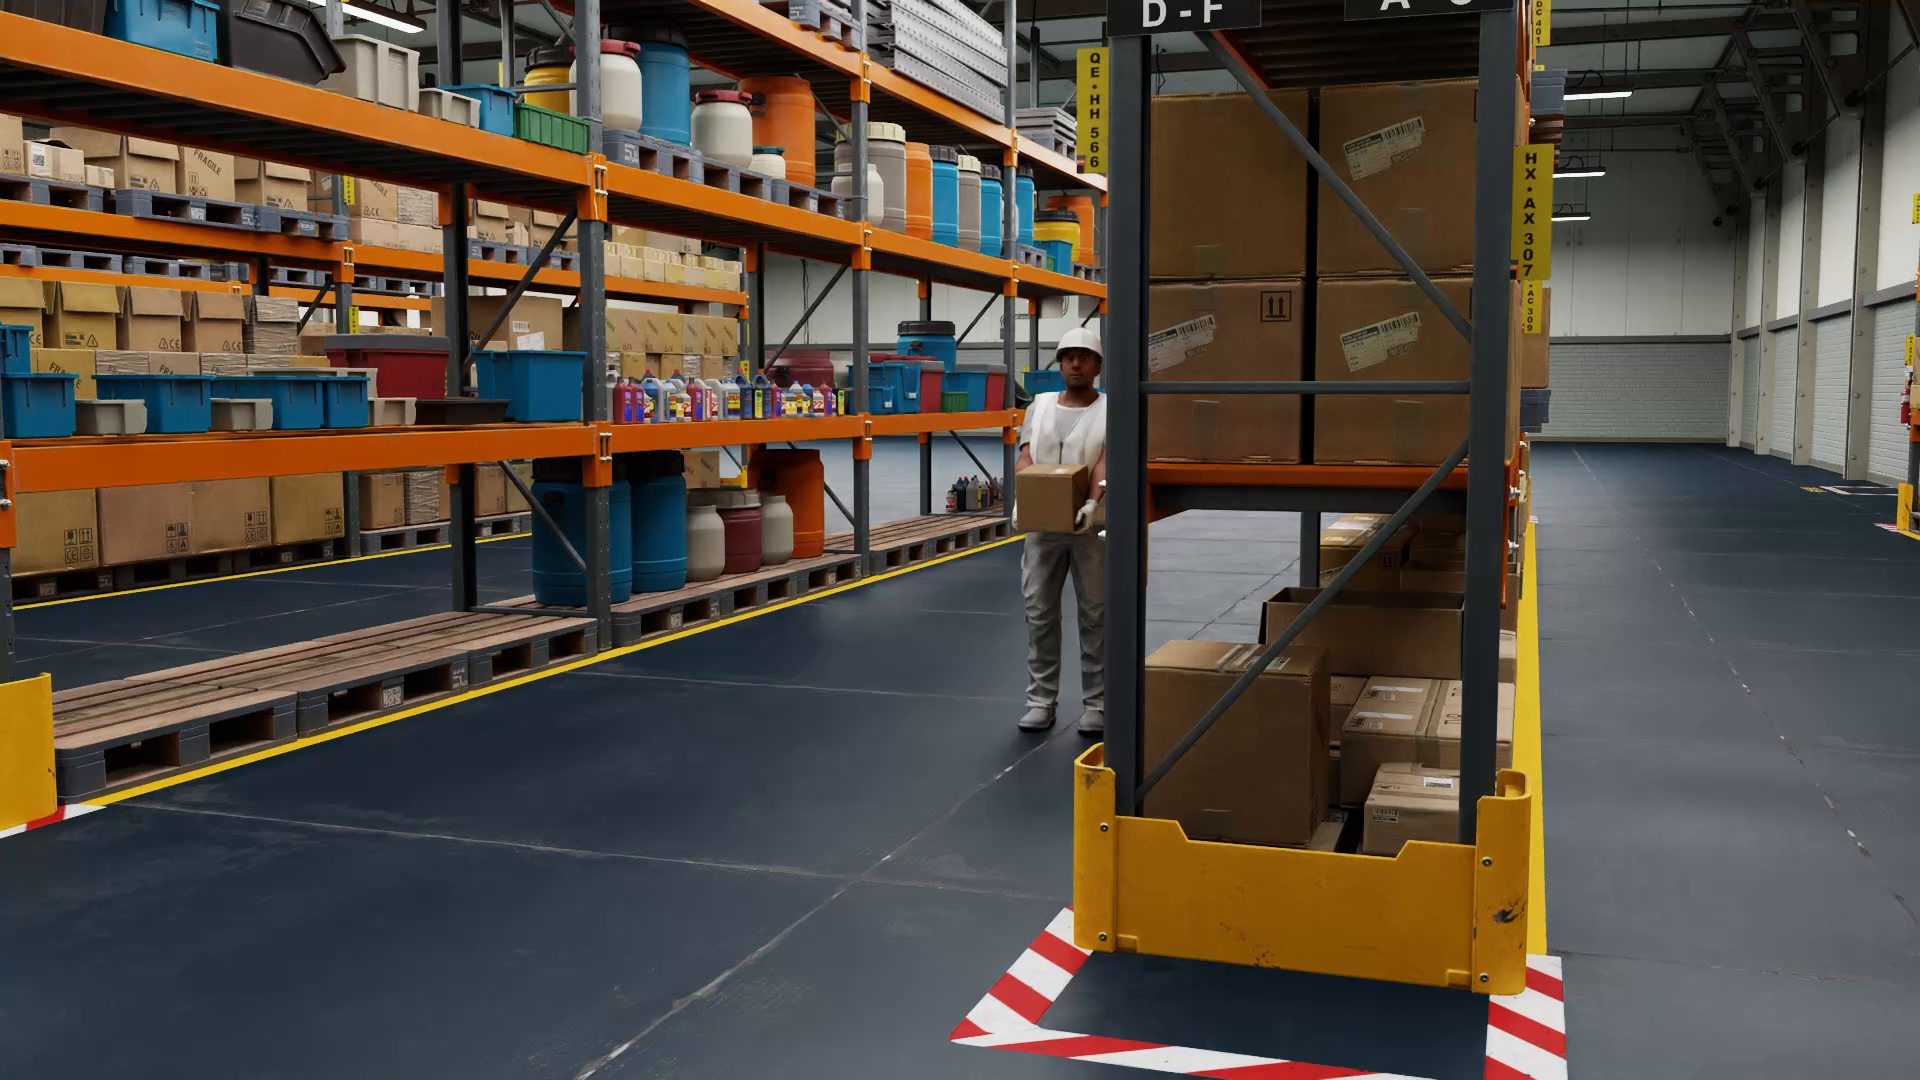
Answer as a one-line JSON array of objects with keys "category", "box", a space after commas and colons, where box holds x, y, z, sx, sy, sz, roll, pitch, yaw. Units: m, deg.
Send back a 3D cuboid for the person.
[{"category": "person", "box": [0.473, -0.039, 7.284, 0.488, 1.778, 0.573, 2, 5, 20]}]
